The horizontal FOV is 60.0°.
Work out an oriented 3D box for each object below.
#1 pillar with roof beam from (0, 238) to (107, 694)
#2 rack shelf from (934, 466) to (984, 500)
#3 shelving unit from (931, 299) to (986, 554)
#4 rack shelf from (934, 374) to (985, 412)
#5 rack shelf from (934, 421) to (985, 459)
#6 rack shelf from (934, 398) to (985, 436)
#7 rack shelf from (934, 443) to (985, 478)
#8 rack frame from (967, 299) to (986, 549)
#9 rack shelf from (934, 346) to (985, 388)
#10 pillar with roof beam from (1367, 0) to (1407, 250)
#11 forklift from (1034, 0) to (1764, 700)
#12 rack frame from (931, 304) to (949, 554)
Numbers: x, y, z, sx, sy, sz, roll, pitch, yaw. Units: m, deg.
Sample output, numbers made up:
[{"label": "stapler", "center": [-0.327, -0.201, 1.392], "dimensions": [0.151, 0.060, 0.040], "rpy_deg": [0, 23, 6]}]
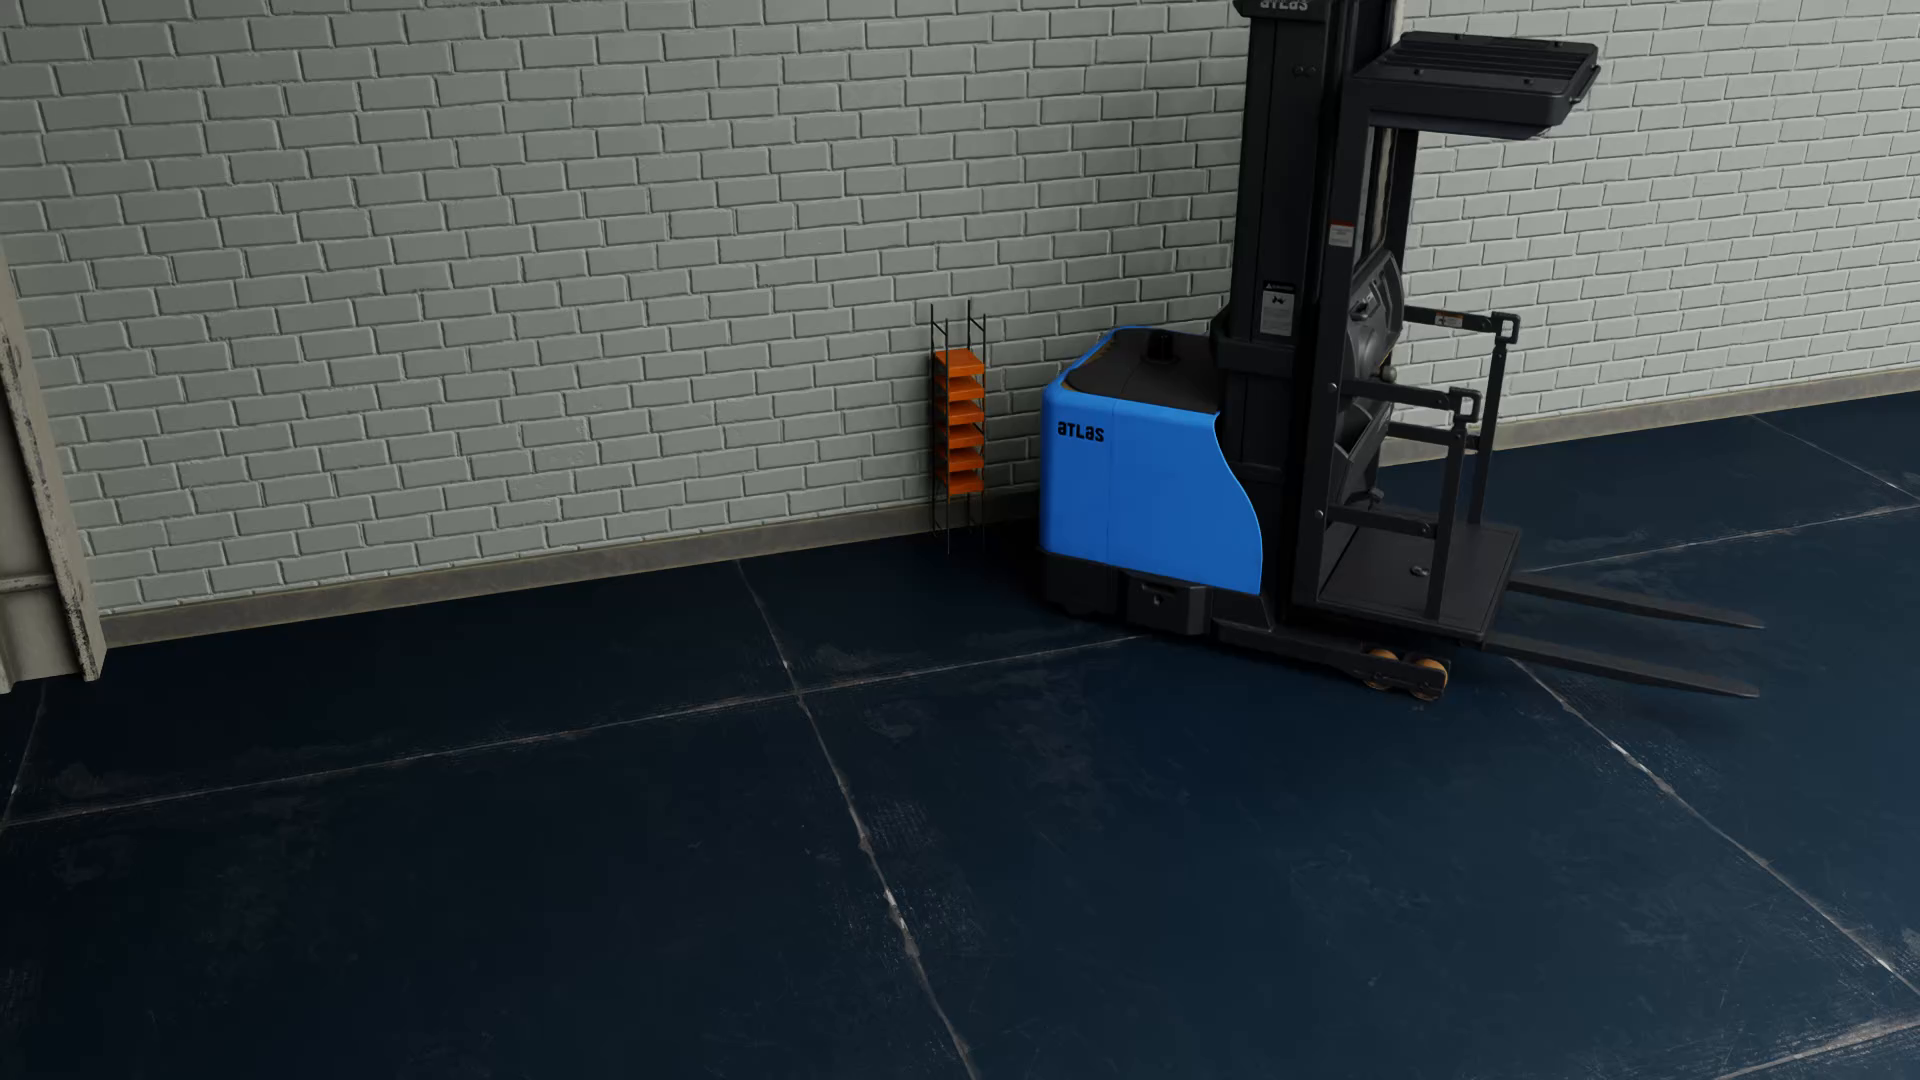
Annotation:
[{"label": "pillar with roof beam", "center": [-2.560, -1.656, 1.467], "dimensions": [0.400, 9.000, 9.100], "rpy_deg": [-8, 28, -16]}, {"label": "rack shelf", "center": [-0.009, -0.277, 8.098], "dimensions": [0.180, 0.103, 0.258], "rpy_deg": [-9, 28, -17]}, {"label": "shelving unit", "center": [-0.009, -0.532, 7.972], "dimensions": [0.189, 1.200, 0.258], "rpy_deg": [-9, 28, -17]}, {"label": "rack shelf", "center": [-0.009, -0.707, 7.885], "dimensions": [0.180, 0.103, 0.258], "rpy_deg": [-9, 28, -17]}, {"label": "rack shelf", "center": [-0.009, -0.492, 7.992], "dimensions": [0.180, 0.103, 0.258], "rpy_deg": [-9, 28, -17]}, {"label": "rack shelf", "center": [-0.009, -0.599, 7.938], "dimensions": [0.180, 0.103, 0.258], "rpy_deg": [-9, 28, -17]}, {"label": "rack shelf", "center": [-0.009, -0.385, 8.045], "dimensions": [0.180, 0.103, 0.258], "rpy_deg": [-9, 28, -17]}, {"label": "rack frame", "center": [0.078, -0.545, 7.999], "dimensions": [0.006, 1.200, 0.240], "rpy_deg": [-9, 28, -17]}, {"label": "rack shelf", "center": [-0.009, -0.814, 7.832], "dimensions": [0.180, 0.103, 0.258], "rpy_deg": [-9, 28, -17]}, {"label": "pillar with roof beam", "center": [3.145, -2.483, 3.131], "dimensions": [0.400, 9.000, 9.100], "rpy_deg": [-8, 28, -16]}, {"label": "forklift", "center": [1.898, -0.918, 6.803], "dimensions": [3.031, 2.935, 1.130], "rpy_deg": [12, 29, 22]}, {"label": "rack frame", "center": [-0.095, -0.518, 7.945], "dimensions": [0.006, 1.200, 0.240], "rpy_deg": [-9, 28, -17]}]
